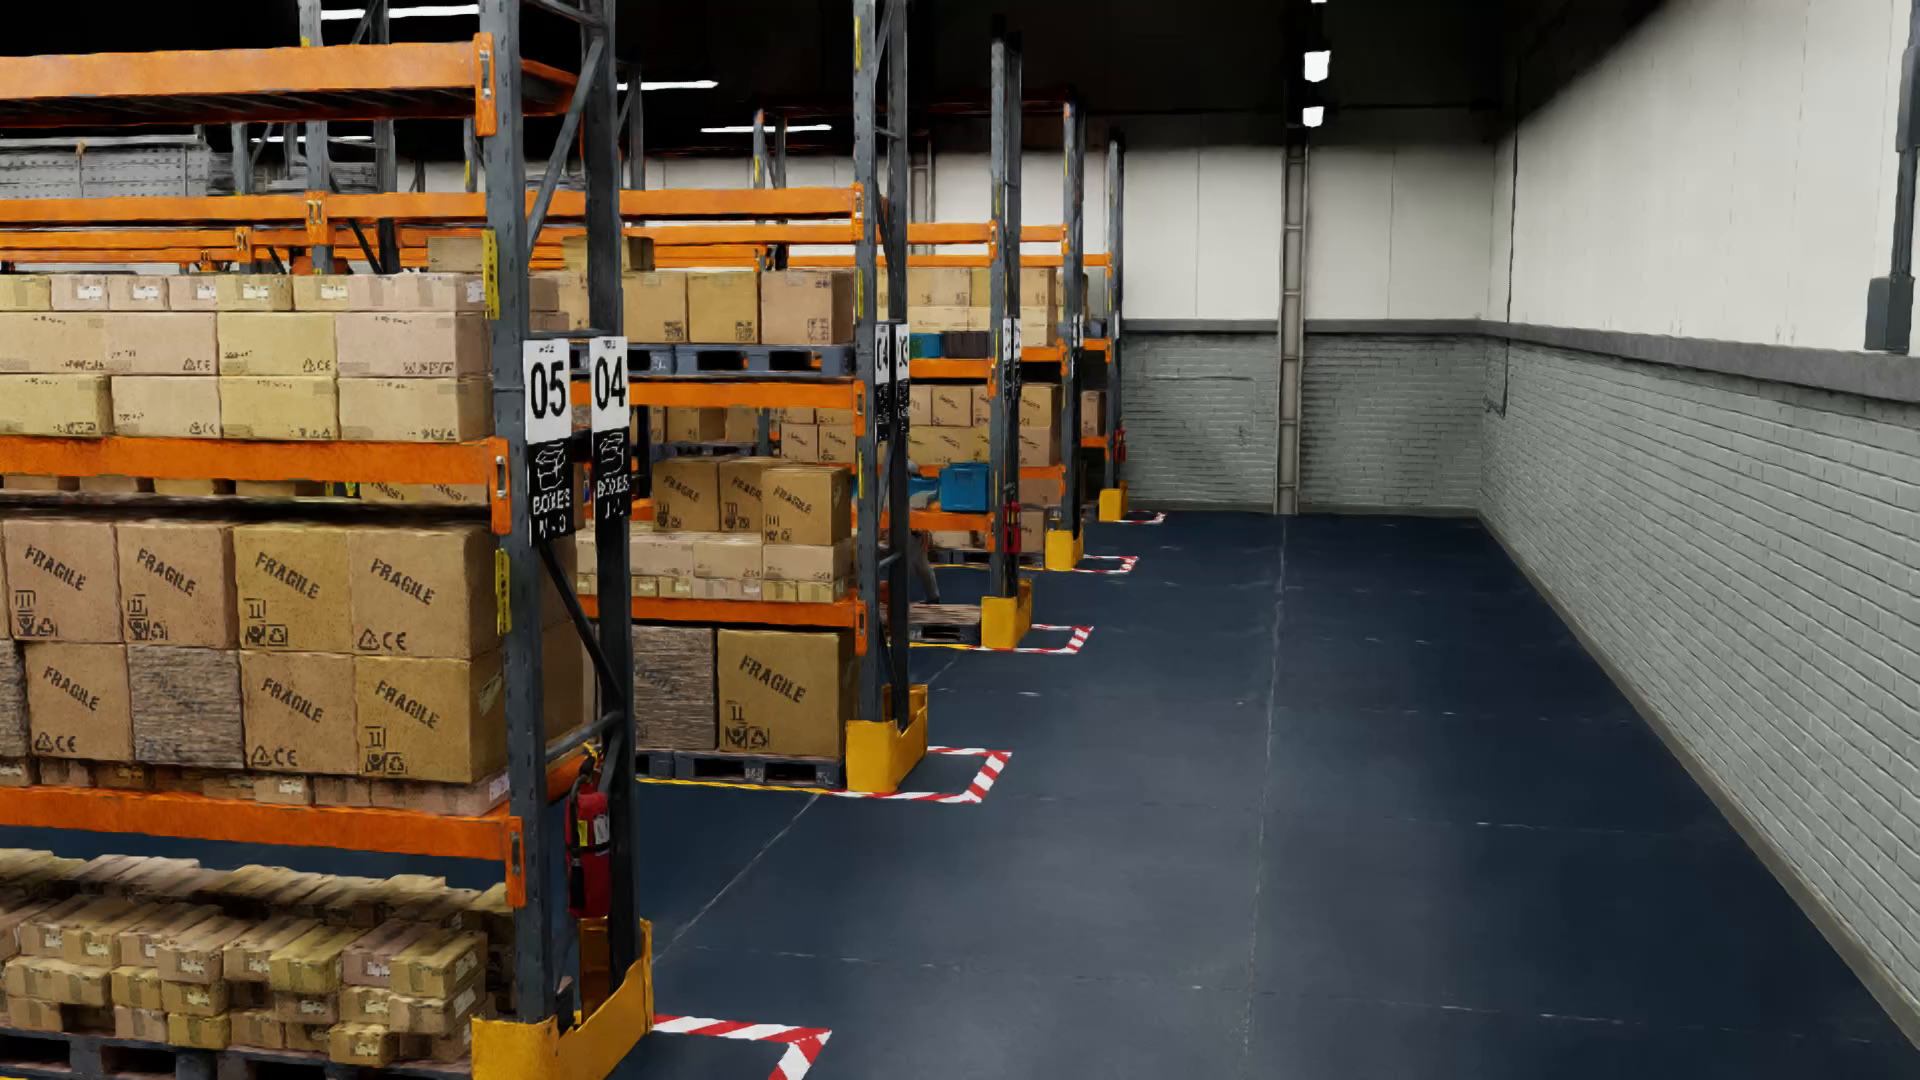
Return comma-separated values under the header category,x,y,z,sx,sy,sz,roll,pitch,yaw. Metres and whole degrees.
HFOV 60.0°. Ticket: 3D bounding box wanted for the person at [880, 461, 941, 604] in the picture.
category,x,y,z,sx,sy,sz,roll,pitch,yaw
person,-0.580,-0.046,18.113,0.826,1.644,0.604,-2,8,-13
